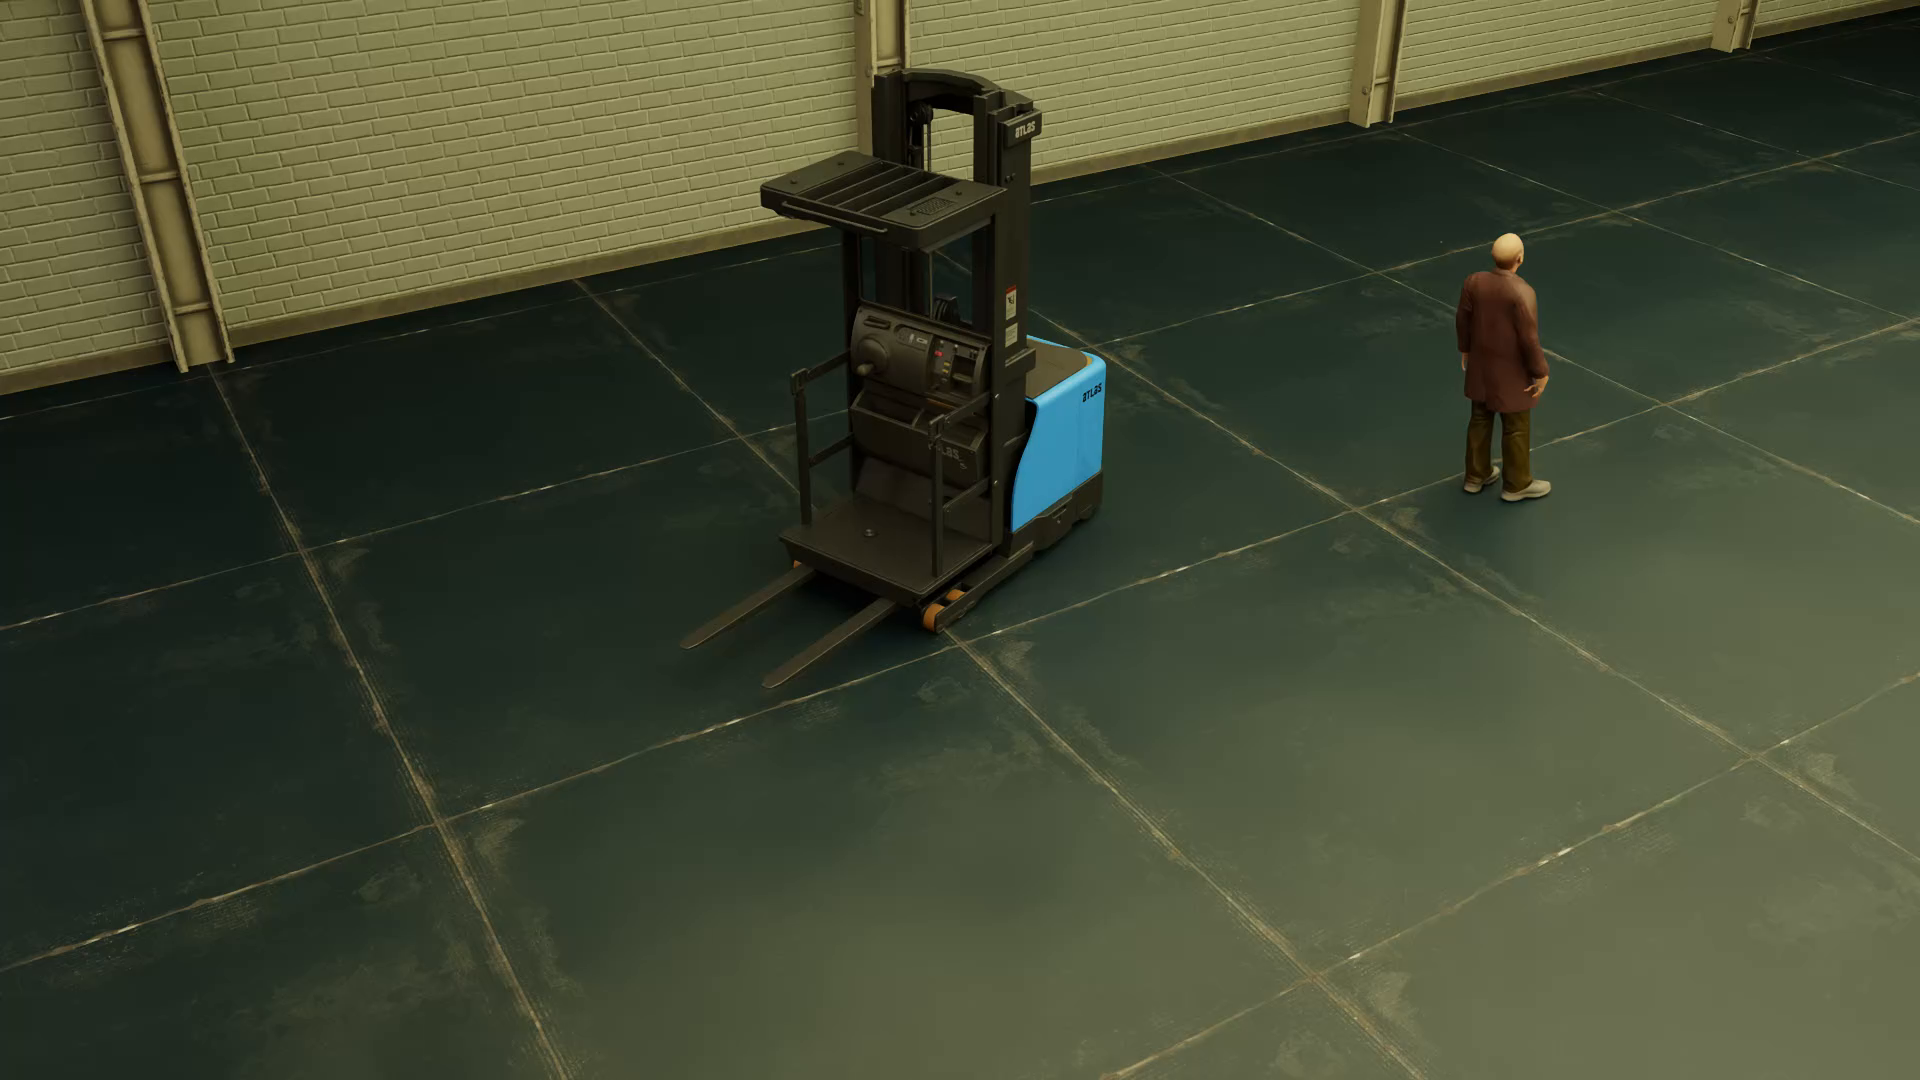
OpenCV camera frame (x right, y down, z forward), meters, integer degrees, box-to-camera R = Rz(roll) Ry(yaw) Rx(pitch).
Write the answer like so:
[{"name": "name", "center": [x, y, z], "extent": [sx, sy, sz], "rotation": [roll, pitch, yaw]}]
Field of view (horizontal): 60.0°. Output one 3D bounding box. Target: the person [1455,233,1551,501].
[{"name": "person", "center": [3.512, -1.128, 10.640], "extent": [0.581, 1.776, 0.694], "rotation": [-19, 36, -29]}]

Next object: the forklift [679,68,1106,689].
[{"name": "forklift", "center": [-0.365, -1.007, 9.329], "extent": [1.130, 2.935, 3.031], "rotation": [21, 37, 31]}]
